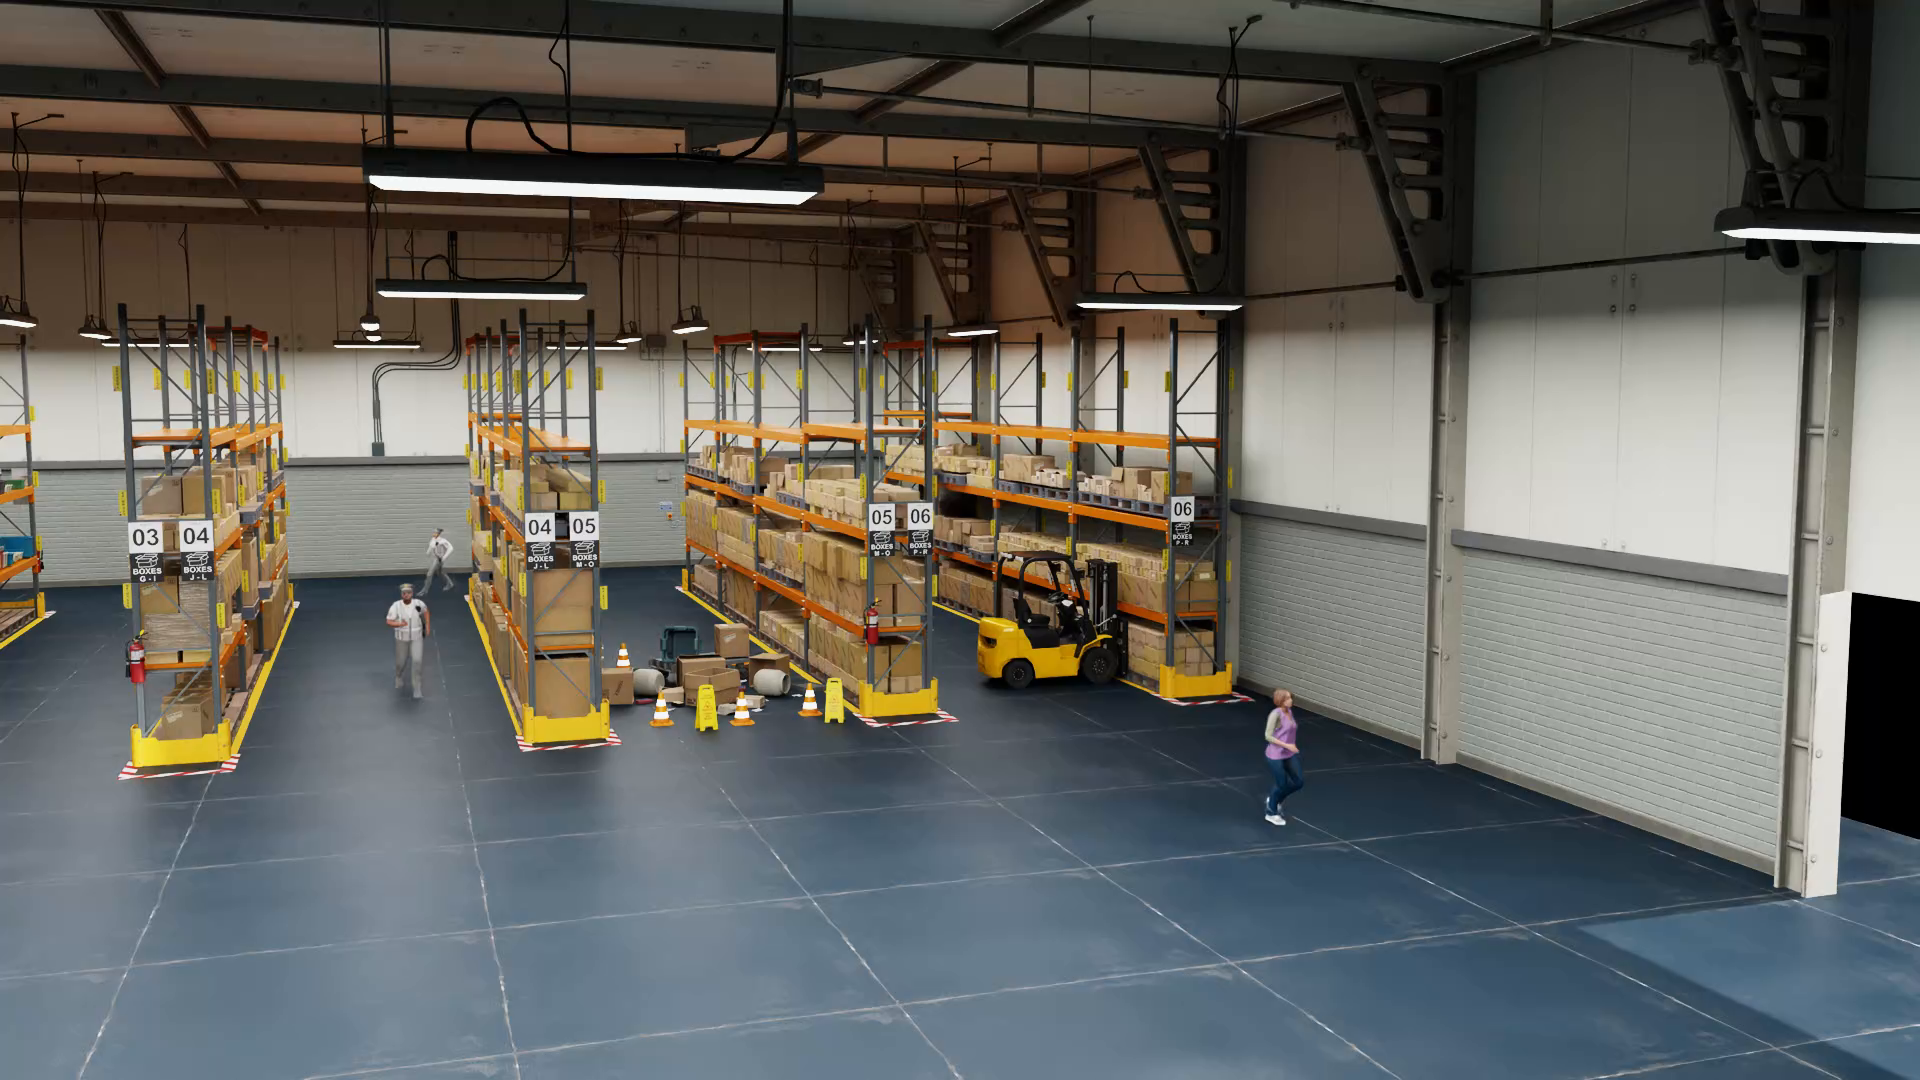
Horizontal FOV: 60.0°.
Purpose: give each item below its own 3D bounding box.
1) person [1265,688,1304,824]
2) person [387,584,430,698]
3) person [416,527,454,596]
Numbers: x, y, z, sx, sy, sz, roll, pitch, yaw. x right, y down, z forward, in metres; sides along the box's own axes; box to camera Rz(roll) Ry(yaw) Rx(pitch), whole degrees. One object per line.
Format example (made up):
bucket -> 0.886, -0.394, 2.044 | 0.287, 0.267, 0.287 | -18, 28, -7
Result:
person -> 3.650, 2.447, 18.746 | 0.517, 1.565, 0.541 | 5, 8, 44
person -> -8.858, 1.587, 26.732 | 0.671, 1.825, 0.964 | -2, 6, -23
person -> -12.243, 0.487, 39.032 | 0.950, 1.640, 0.699 | -5, 7, -43
